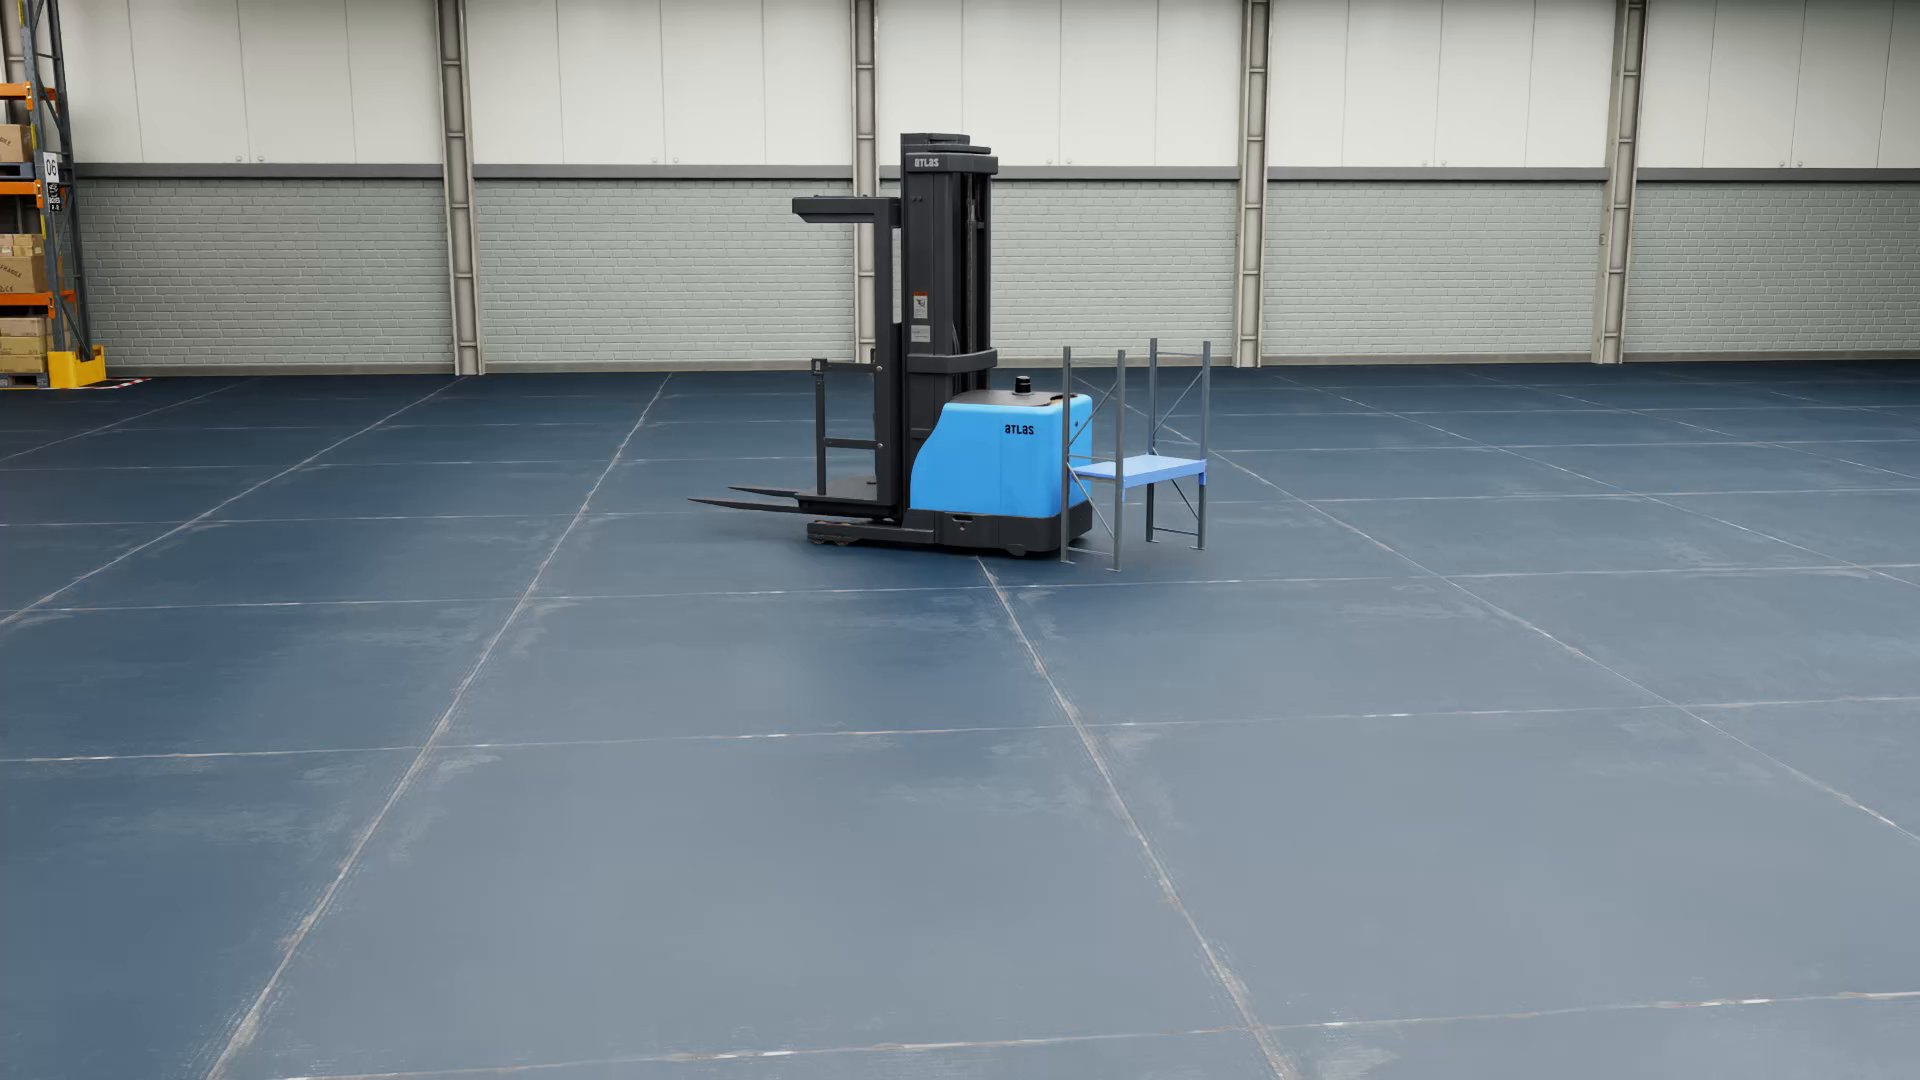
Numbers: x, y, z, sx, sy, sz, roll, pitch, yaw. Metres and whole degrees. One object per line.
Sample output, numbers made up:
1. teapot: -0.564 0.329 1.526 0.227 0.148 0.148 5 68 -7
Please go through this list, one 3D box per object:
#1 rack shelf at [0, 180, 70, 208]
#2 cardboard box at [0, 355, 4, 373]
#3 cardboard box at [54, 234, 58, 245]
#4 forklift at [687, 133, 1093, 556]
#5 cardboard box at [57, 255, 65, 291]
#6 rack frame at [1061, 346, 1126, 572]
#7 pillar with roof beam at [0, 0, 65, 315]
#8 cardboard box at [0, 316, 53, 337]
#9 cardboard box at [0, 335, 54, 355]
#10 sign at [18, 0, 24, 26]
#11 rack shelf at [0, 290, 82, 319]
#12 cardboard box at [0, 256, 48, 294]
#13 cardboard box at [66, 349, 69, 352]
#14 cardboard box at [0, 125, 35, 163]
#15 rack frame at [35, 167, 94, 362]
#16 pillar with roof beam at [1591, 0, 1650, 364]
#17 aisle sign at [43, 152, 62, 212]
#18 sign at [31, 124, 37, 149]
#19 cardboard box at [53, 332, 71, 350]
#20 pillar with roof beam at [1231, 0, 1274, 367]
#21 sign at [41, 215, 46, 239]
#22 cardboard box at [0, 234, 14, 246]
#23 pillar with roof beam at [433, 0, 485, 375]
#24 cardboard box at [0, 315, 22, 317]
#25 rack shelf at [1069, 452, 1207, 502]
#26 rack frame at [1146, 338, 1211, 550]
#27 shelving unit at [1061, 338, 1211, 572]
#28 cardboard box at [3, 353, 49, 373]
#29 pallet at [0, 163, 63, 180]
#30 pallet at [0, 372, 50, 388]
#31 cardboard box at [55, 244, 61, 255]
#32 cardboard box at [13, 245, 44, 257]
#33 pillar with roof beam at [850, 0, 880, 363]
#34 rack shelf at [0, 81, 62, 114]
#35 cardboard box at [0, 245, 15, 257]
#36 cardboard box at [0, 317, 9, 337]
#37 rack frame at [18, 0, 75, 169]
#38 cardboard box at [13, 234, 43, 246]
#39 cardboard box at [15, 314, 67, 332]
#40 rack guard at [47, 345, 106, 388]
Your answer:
1. rack shelf: -14.556 -4.772 22.954 4.000 0.370 1.077 -1 11 -6
2. cardboard box: -13.496 -2.473 23.209 0.500 0.250 0.500 -1 11 -6
3. cardboard box: -12.925 -4.242 23.458 0.250 0.149 0.380 -1 11 -7
4. forklift: -0.579 -1.484 12.320 3.031 2.935 1.130 5 12 22
5. cardboard box: -13.090 -3.787 23.595 0.500 0.500 0.500 -1 11 -4
6. rack frame: 0.897 -0.551 11.281 0.500 1.500 0.032 10 15 41
7. pillar with roof beam: -12.892 -5.971 19.413 0.400 9.000 9.100 -1 11 -6
8. cardboard box: -12.992 -2.973 23.161 0.500 0.250 0.500 -1 11 -4
9. cardboard box: -13.018 -2.727 23.206 0.500 0.250 0.500 -1 11 -7
10. sign: -12.523 -7.031 22.178 0.005 0.325 0.100 -1 11 -6
11. rack shelf: -14.556 -3.300 23.243 4.000 0.370 1.077 -1 11 -6
12. cardboard box: -13.029 -3.683 23.068 0.500 0.500 0.500 -1 11 -7
13. cardboard box: -13.077 -2.579 23.749 0.500 0.250 0.500 -1 11 -6
14. cardboard box: -12.981 -5.415 22.752 0.500 0.500 0.500 -1 11 -4
15. rack frame: -12.568 -3.695 23.386 0.127 3.000 1.000 -1 11 -6
16. pillar with roof beam: 10.967 -6.471 21.956 0.400 9.000 9.100 -1 11 -6
17. aisle sign: -12.471 -4.915 22.855 0.004 0.787 0.394 -1 11 -6
18. sign: -12.523 -5.458 22.488 0.005 0.325 0.100 -1 11 -6
19. cardboard box: -13.058 -2.827 23.715 0.500 0.250 0.500 -1 11 -5
20. pillar with roof beam: 5.002 -6.346 21.320 0.400 9.000 9.100 -1 11 -6
21. sign: -12.523 -4.275 22.720 0.005 0.325 0.100 -1 11 -6
22. cardboard box: -13.143 -4.149 22.985 0.250 0.149 0.380 -1 11 -6
23. pillar with roof beam: -6.927 -6.096 20.049 0.400 9.000 9.100 -1 11 -6
24. cardboard box: -13.562 -3.057 23.591 0.500 0.250 0.500 -1 11 -6
25. rack shelf: 1.235 -0.448 11.689 0.538 0.185 1.000 10 15 41
26. rack frame: 1.573 -0.697 12.027 0.500 1.500 0.032 10 15 41
27. shelving unit: 1.235 -0.624 11.654 0.538 1.500 1.048 10 15 41
28. cardboard box: -13.001 -2.481 23.252 0.500 0.250 0.500 -1 11 -6
29. pallet: -13.273 -5.113 23.055 1.213 0.211 1.003 -1 11 -6
30. pallet: -13.323 -2.303 23.533 1.213 0.211 1.003 -1 11 -6
31. cardboard box: -12.933 -4.105 23.531 0.250 0.149 0.380 -1 11 -8
32. cardboard box: -12.882 -4.001 23.003 0.250 0.149 0.380 -1 11 -5
33. pillar with roof beam: -0.963 -6.221 20.685 0.400 9.000 9.100 -1 11 -6
34. rack shelf: -14.556 -6.047 22.703 4.000 0.370 1.077 -1 11 -6
35. cardboard box: -13.133 -3.990 22.947 0.250 0.149 0.380 -1 11 -5
36. cardboard box: -13.499 -2.961 23.101 0.500 0.250 0.500 -1 11 -5
37. rack frame: -12.568 -6.638 22.807 0.127 3.000 1.000 -1 11 -6
38. cardboard box: -12.901 -4.160 23.041 0.250 0.149 0.380 -1 11 -6
39. cardboard box: -13.066 -3.068 23.648 0.500 0.250 0.500 -1 11 -7
40. rack guard: -12.544 -2.469 23.629 0.348 0.500 1.175 -1 11 -6
